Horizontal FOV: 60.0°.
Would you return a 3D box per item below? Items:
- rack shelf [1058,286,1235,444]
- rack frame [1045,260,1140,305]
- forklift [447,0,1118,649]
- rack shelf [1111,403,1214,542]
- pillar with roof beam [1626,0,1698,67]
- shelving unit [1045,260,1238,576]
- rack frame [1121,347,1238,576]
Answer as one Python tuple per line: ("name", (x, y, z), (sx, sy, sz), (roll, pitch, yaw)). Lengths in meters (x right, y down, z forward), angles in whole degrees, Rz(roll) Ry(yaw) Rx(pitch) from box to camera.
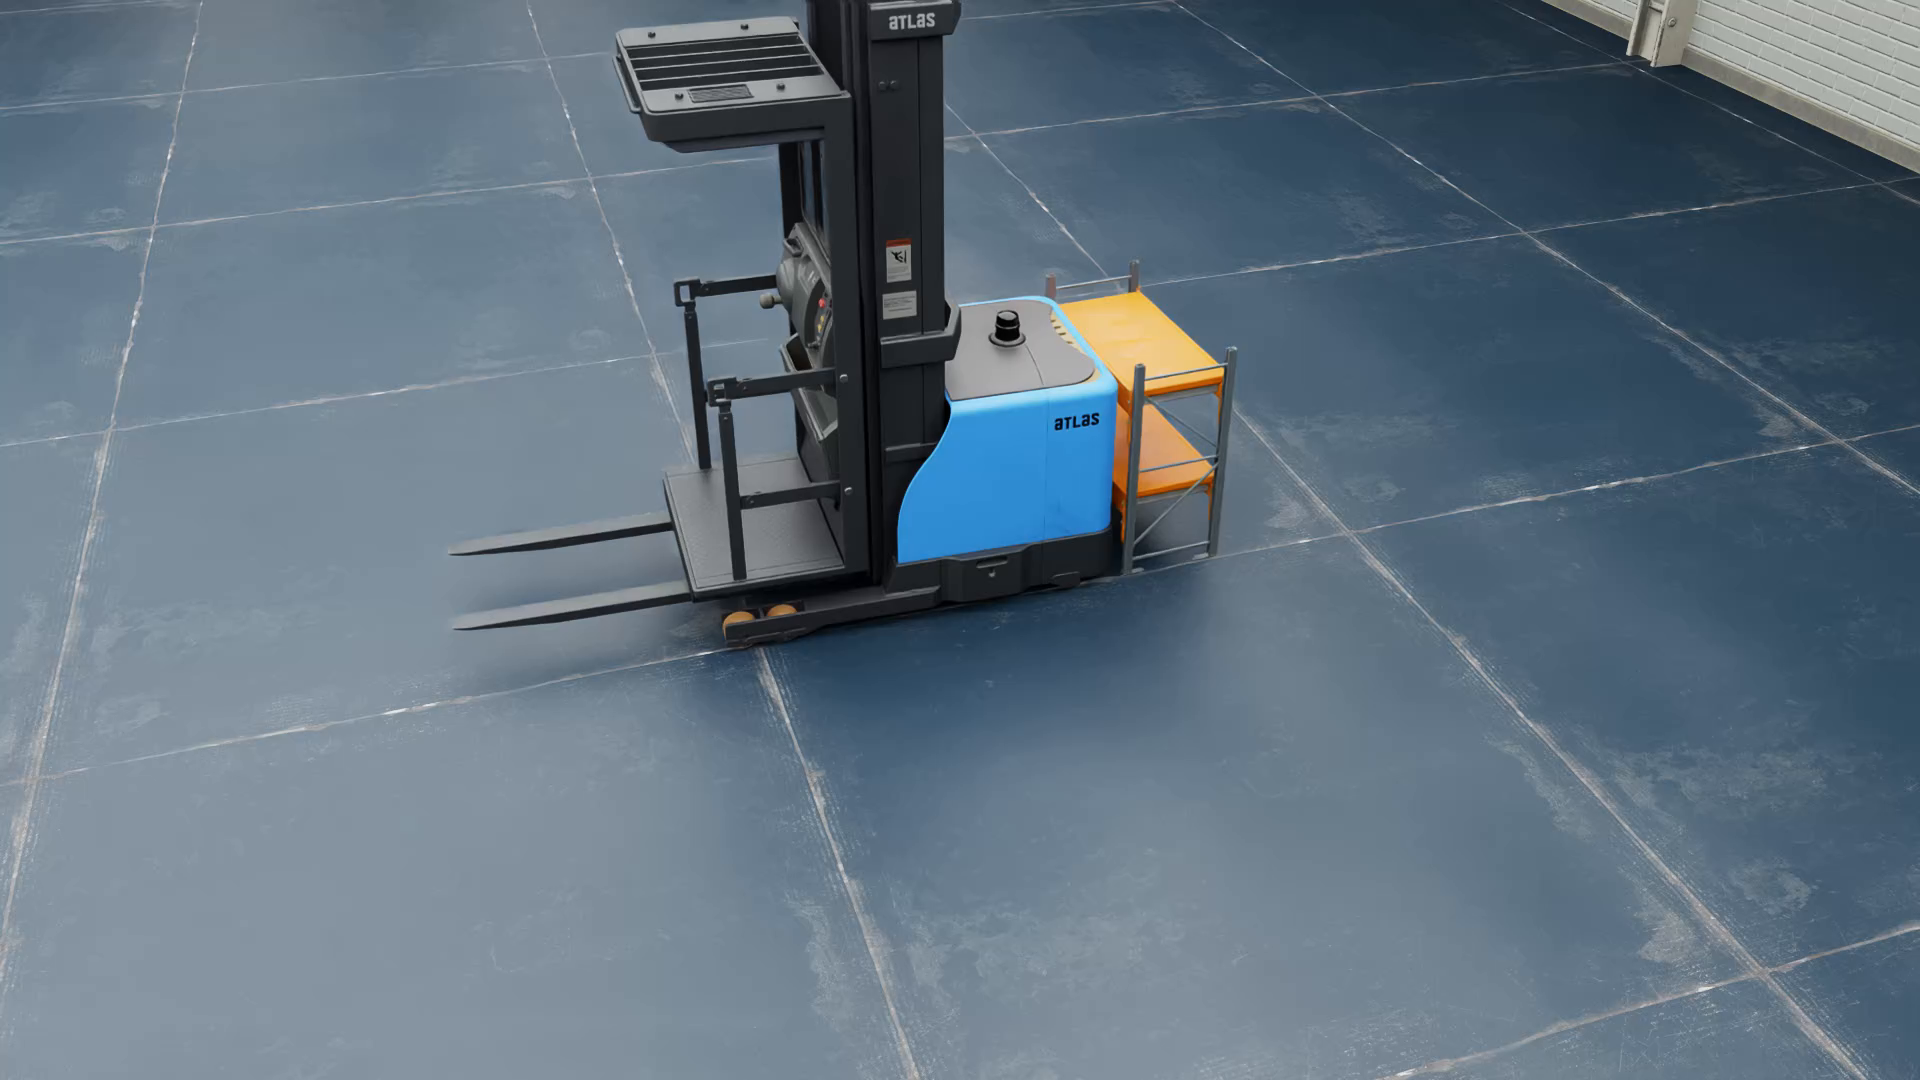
("rack shelf", (0.838, -0.859, 7.999), (0.538, 0.278, 1.000), (-12, 35, -17))
("rack frame", (0.661, -0.878, 8.558), (0.500, 1.125, 0.032), (-12, 35, -17))
("forklift", (-0.855, -1.057, 7.192), (3.031, 2.935, 1.130), (-9, 35, -13))
("rack shelf", (0.838, -0.411, 8.295), (0.538, 0.278, 1.000), (-12, 35, -17))
("pillar with roof beam", (2.031, -7.279, 11.103), (9.100, 9.000, 0.400), (-10, 35, -15))
("shelving unit", (0.838, -0.615, 8.160), (0.538, 1.125, 1.048), (-12, 35, -17))
("rack frame", (1.015, -0.352, 7.763), (0.500, 1.125, 0.032), (-12, 35, -17))
